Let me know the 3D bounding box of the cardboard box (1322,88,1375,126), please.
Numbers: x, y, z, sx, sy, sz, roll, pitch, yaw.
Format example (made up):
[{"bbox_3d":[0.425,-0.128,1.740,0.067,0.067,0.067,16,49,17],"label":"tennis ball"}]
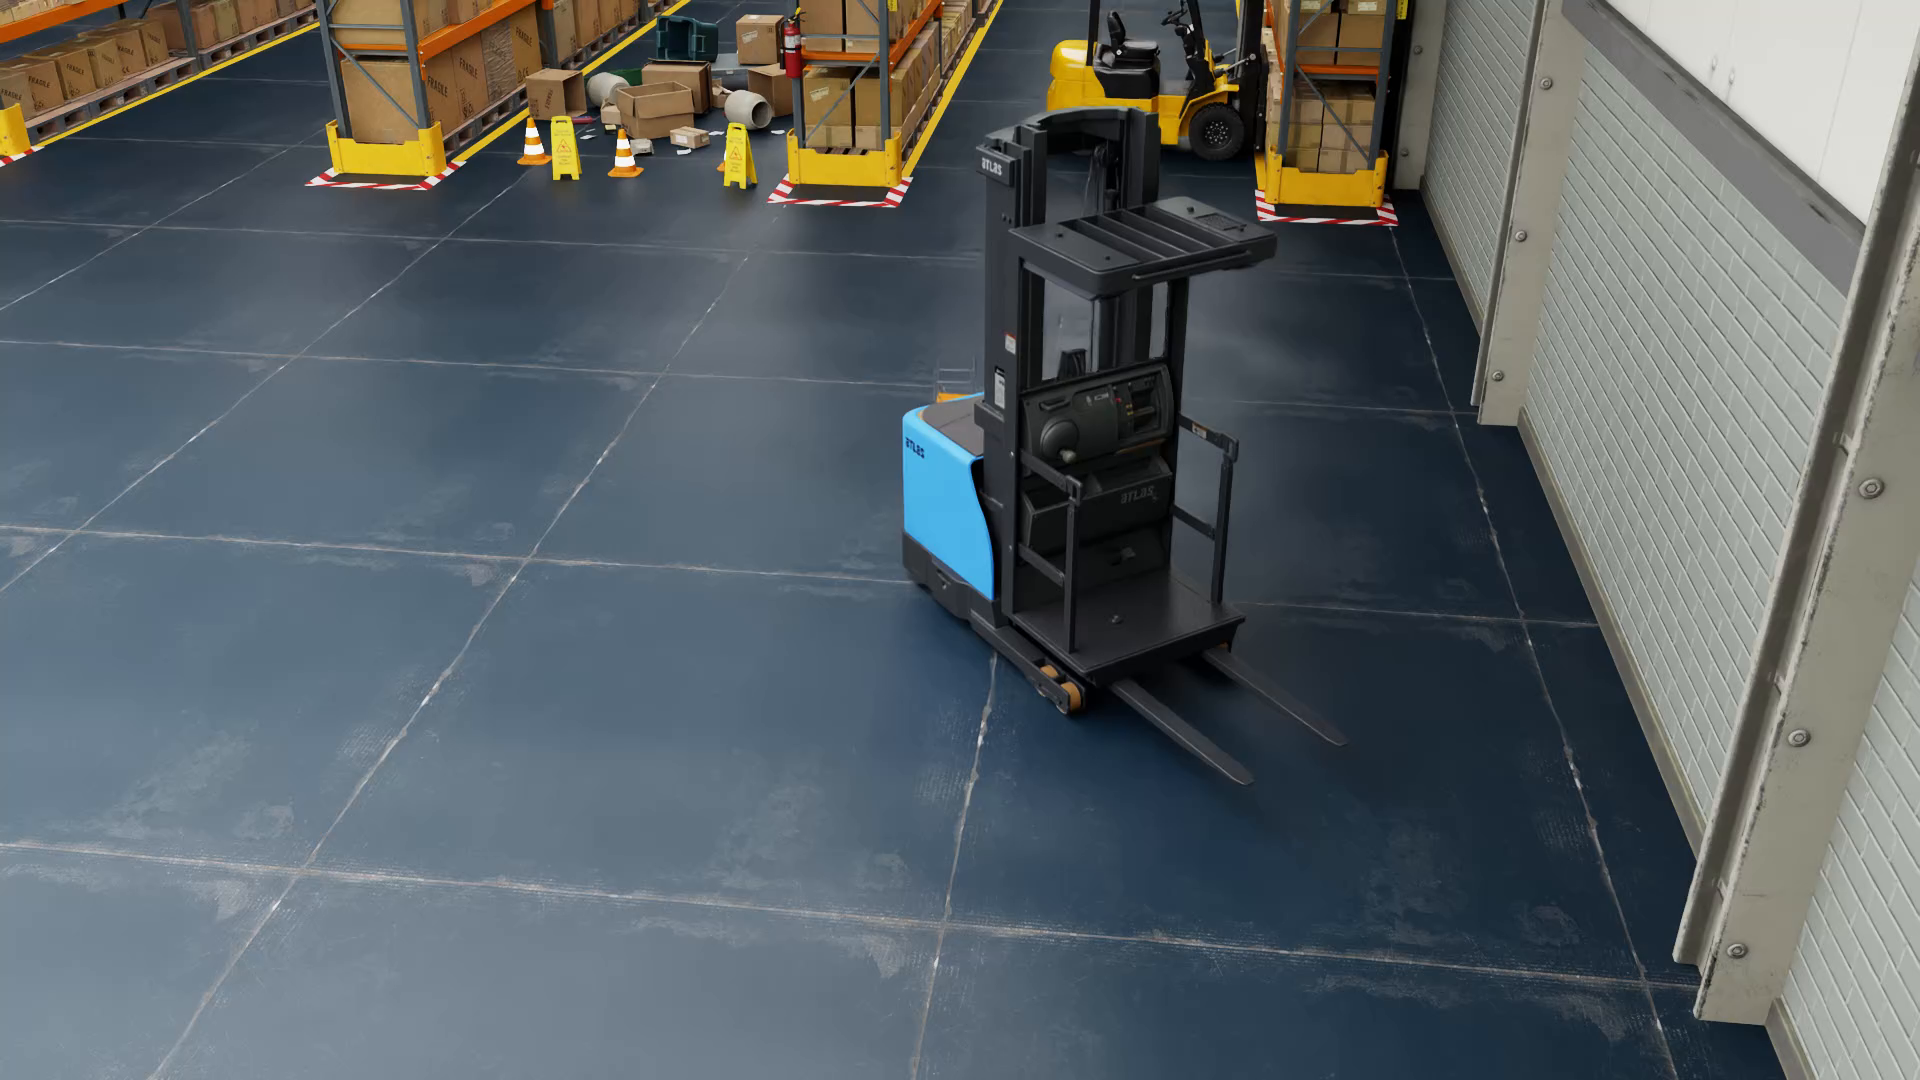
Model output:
[{"bbox_3d":[3.955,-4.428,17.002,0.500,0.250,0.500,3,28,5],"label":"cardboard box"}]

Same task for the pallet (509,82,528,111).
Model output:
[{"bbox_3d":[-5.825,-5.627,20.765,1.003,0.211,1.213,3,28,6],"label":"pallet"}]

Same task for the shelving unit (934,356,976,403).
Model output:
[{"bbox_3d":[-0.029,-0.536,10.272,0.258,1.200,0.189,2,28,4],"label":"shelving unit"}]

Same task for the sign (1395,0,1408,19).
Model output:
[{"bbox_3d":[4.258,-5.180,15.997,0.100,0.325,0.005,3,28,6],"label":"sign"}]

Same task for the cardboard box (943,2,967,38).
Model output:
[{"bbox_3d":[-0.400,-7.266,23.194,0.950,0.372,0.625,3,28,5],"label":"cardboard box"}]

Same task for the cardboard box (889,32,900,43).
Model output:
[{"bbox_3d":[-0.842,-5.362,17.598,0.380,0.149,0.250,2,28,5],"label":"cardboard box"}]

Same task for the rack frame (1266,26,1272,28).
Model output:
[{"bbox_3d":[4.198,-6.681,19.782,1.000,3.000,0.127,3,28,6],"label":"rack frame"}]

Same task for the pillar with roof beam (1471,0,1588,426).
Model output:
[{"bbox_3d":[-0.320,-5.141,10.597,9.100,9.000,0.400,3,28,6],"label":"pillar with roof beam"}]

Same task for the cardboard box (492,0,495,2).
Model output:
[{"bbox_3d":[-5.915,-6.592,19.458,0.875,0.550,0.550,3,28,6],"label":"cardboard box"}]

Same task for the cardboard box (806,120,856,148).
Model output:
[{"bbox_3d":[-1.384,-4.467,18.128,0.500,0.250,0.500,3,28,6],"label":"cardboard box"}]

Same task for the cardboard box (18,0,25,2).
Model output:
[{"bbox_3d":[-11.017,-6.336,18.721,0.875,0.500,0.500,3,28,6],"label":"cardboard box"}]

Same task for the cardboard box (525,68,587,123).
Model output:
[{"bbox_3d":[-4.825,-5.319,19.885,0.500,0.500,0.500,8,29,15],"label":"cardboard box"}]

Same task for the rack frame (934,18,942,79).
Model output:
[{"bbox_3d":[-0.729,-6.968,20.314,1.000,3.000,0.127,3,28,6],"label":"rack frame"}]

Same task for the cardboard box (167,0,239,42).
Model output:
[{"bbox_3d":[-10.390,-7.149,22.820,0.700,0.500,0.500,3,28,6],"label":"cardboard box"}]

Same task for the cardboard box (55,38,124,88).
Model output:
[{"bbox_3d":[-10.713,-5.876,20.479,0.500,0.500,0.500,1,28,2],"label":"cardboard box"}]

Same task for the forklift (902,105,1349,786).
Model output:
[{"bbox_3d":[0.849,-0.621,8.604,1.130,2.935,3.031,-16,32,-27],"label":"forklift"}]

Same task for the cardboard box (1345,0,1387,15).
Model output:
[{"bbox_3d":[4.007,-5.273,16.377,0.380,0.149,0.250,3,28,5],"label":"cardboard box"}]

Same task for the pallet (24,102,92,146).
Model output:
[{"bbox_3d":[-10.910,-4.850,19.322,1.003,0.211,1.213,3,28,6],"label":"pallet"}]

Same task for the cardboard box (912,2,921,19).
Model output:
[{"bbox_3d":[-0.643,-5.968,18.723,0.380,0.149,0.250,4,29,7],"label":"cardboard box"}]

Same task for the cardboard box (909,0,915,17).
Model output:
[{"bbox_3d":[-0.764,-5.951,18.007,0.500,0.500,0.500,3,28,5],"label":"cardboard box"}]

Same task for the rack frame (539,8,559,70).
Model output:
[{"bbox_3d":[-5.654,-7.208,20.759,1.000,3.000,0.127,3,28,6],"label":"rack frame"}]

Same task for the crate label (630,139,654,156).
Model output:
[{"bbox_3d":[-3.555,-4.381,18.529,0.250,0.136,0.298,-11,30,-20],"label":"crate label"}]

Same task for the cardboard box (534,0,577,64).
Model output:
[{"bbox_3d":[-5.667,-6.700,21.745,1.050,0.750,0.750,3,28,6],"label":"cardboard box"}]

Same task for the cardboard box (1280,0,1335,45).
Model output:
[{"bbox_3d":[3.581,-5.333,17.174,0.500,0.500,0.500,4,29,8],"label":"cardboard box"}]

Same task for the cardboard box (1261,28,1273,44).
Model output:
[{"bbox_3d":[3.827,-5.887,19.708,0.500,0.250,0.500,3,28,5],"label":"cardboard box"}]

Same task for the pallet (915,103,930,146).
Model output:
[{"bbox_3d":[-0.923,-4.846,19.316,1.003,0.211,1.213,3,28,6],"label":"pallet"}]

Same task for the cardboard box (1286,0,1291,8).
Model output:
[{"bbox_3d":[3.474,-5.430,16.669,0.380,0.149,0.250,4,29,7],"label":"cardboard box"}]

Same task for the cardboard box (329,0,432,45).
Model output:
[{"bbox_3d":[-6.143,-5.569,17.558,0.875,0.550,0.550,3,28,6],"label":"cardboard box"}]

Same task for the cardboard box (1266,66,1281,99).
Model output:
[{"bbox_3d":[3.564,-4.927,17.927,0.500,0.250,0.500,4,29,7],"label":"cardboard box"}]

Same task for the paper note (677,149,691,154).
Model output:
[{"bbox_3d":[-3.078,-4.339,18.564,0.148,0.019,0.142,-6,29,-11],"label":"paper note"}]

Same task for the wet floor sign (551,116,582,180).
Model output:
[{"bbox_3d":[-4.182,-4.160,17.584,0.267,0.644,0.232,-1,28,-3],"label":"wet floor sign"}]

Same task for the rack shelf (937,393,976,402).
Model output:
[{"bbox_3d":[-0.030,-0.814,10.123,0.258,0.103,0.180,2,28,4],"label":"rack shelf"}]

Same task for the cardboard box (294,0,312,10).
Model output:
[{"bbox_3d":[-10.136,-8.204,24.779,0.700,0.500,0.500,2,28,4],"label":"cardboard box"}]

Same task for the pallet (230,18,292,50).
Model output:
[{"bbox_3d":[-10.323,-7.259,23.793,1.003,0.211,1.213,3,28,6],"label":"pallet"}]

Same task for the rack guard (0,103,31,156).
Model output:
[{"bbox_3d":[-11.045,-4.597,18.547,1.175,0.500,0.348,3,28,6],"label":"rack guard"}]

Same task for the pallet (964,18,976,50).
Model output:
[{"bbox_3d":[-0.336,-7.256,23.787,1.003,0.211,1.213,3,28,6],"label":"pallet"}]

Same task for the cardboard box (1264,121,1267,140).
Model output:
[{"bbox_3d":[3.593,-4.481,18.153,0.500,0.250,0.500,4,29,7],"label":"cardboard box"}]

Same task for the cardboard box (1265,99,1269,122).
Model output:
[{"bbox_3d":[3.572,-4.720,18.070,0.500,0.250,0.500,3,28,5],"label":"cardboard box"}]

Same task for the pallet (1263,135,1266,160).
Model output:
[{"bbox_3d":[3.912,-4.506,18.684,1.003,0.211,1.213,3,28,6],"label":"pallet"}]

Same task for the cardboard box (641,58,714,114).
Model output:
[{"bbox_3d":[-3.410,-5.461,20.004,0.797,0.637,0.503,3,28,6],"label":"cardboard box"}]

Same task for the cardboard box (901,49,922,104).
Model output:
[{"bbox_3d":[-0.714,-5.247,18.784,0.500,0.500,0.500,4,29,7],"label":"cardboard box"}]

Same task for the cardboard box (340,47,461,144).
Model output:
[{"bbox_3d":[-6.126,-4.898,18.268,0.875,0.875,0.875,4,29,6],"label":"cardboard box"}]

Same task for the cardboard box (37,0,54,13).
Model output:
[{"bbox_3d":[-10.640,-6.140,19.042,0.380,0.149,0.250,3,28,6],"label":"cardboard box"}]

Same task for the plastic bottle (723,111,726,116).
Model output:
[{"bbox_3d":[-2.748,-5.176,20.085,0.133,0.061,0.283,8,29,15],"label":"plastic bottle"}]

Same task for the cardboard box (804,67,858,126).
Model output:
[{"bbox_3d":[-1.379,-4.782,17.922,0.500,0.500,0.500,4,29,7],"label":"cardboard box"}]

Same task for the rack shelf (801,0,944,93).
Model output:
[{"bbox_3d":[-0.974,-5.710,18.737,1.077,0.370,4.000,3,28,6],"label":"rack shelf"}]

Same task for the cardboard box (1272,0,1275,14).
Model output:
[{"bbox_3d":[3.837,-6.286,18.941,0.500,0.500,0.500,4,29,7],"label":"cardboard box"}]

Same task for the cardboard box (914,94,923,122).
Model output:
[{"bbox_3d":[-0.721,-4.921,18.970,0.500,0.250,0.500,5,29,10],"label":"cardboard box"}]

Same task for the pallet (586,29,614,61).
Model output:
[{"bbox_3d":[-5.487,-6.924,23.172,1.003,0.211,1.213,3,28,6],"label":"pallet"}]
